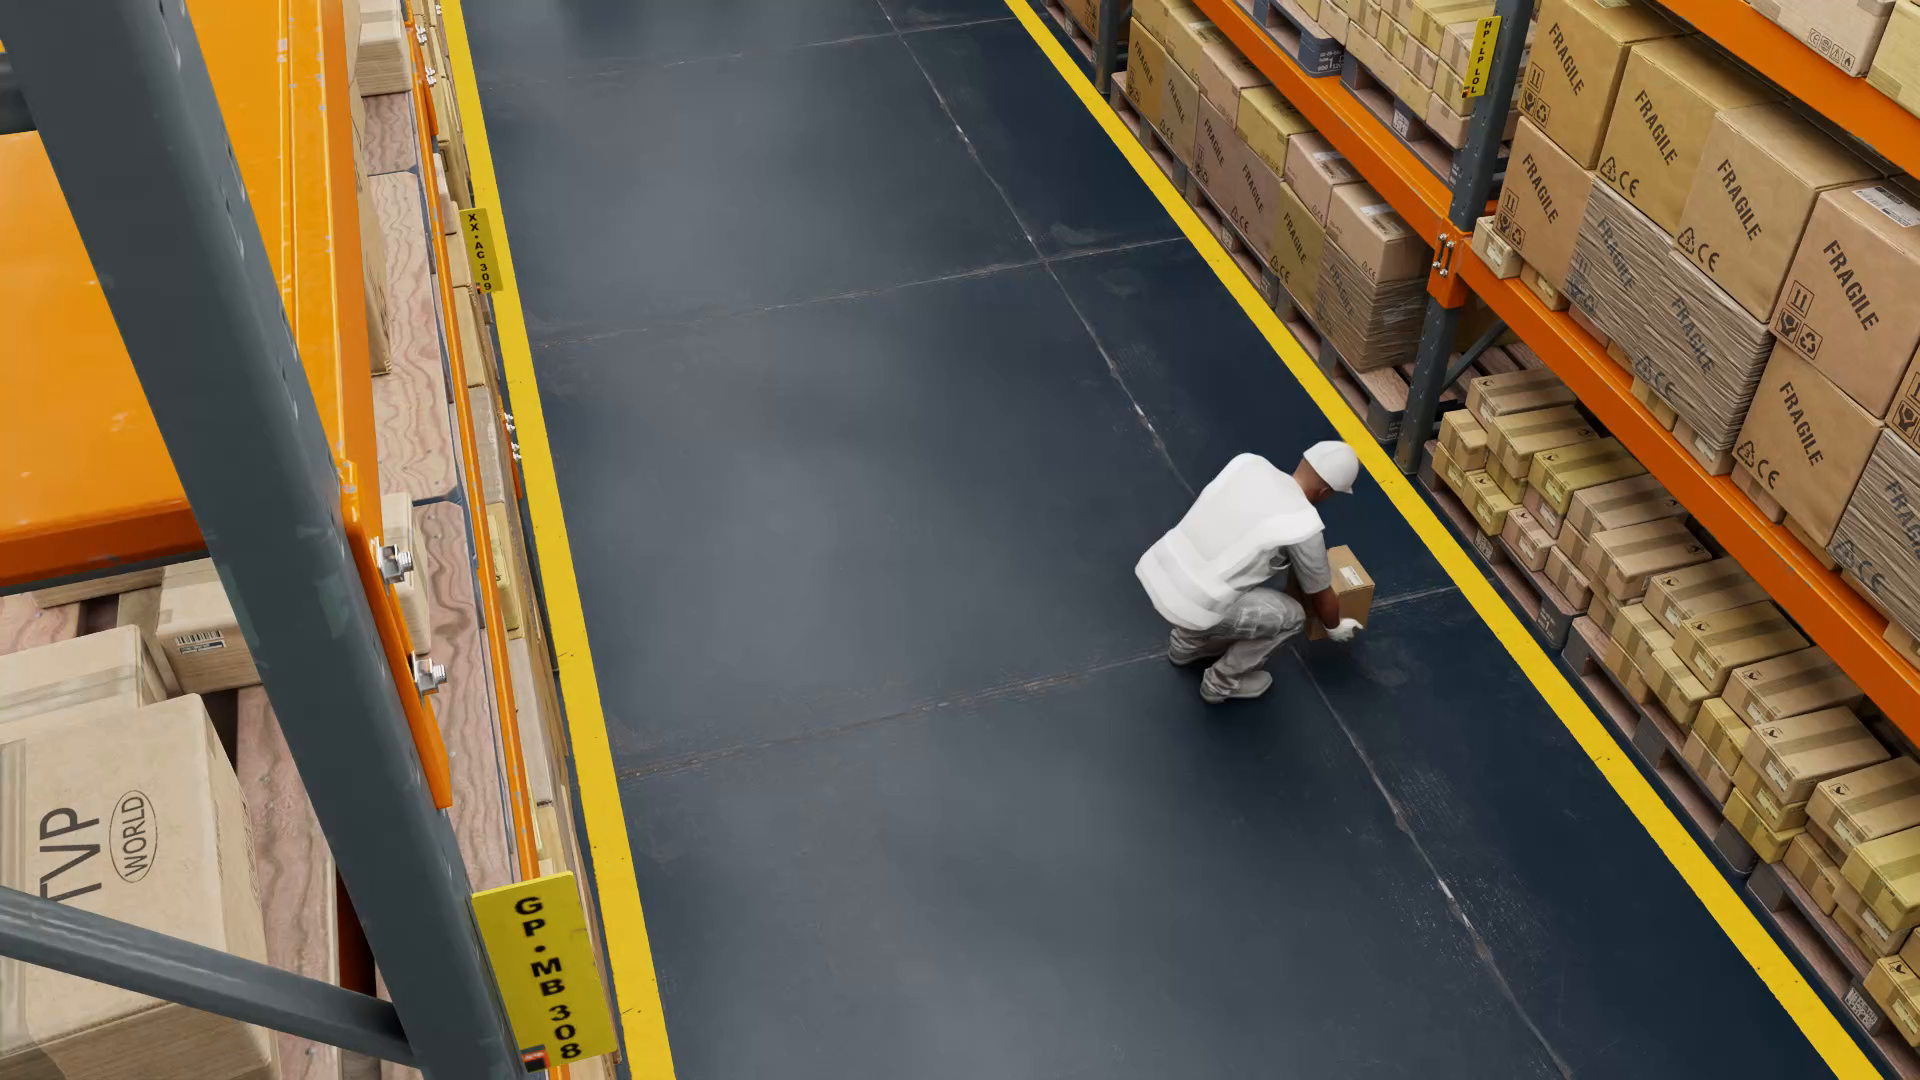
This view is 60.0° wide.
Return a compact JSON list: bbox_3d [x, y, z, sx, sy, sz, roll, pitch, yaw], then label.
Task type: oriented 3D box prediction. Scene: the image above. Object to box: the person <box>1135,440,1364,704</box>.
[{"bbox_3d":[1.130,0.110,6.573,0.898,1.053,0.575,-12,43,-13],"label":"person"}]
